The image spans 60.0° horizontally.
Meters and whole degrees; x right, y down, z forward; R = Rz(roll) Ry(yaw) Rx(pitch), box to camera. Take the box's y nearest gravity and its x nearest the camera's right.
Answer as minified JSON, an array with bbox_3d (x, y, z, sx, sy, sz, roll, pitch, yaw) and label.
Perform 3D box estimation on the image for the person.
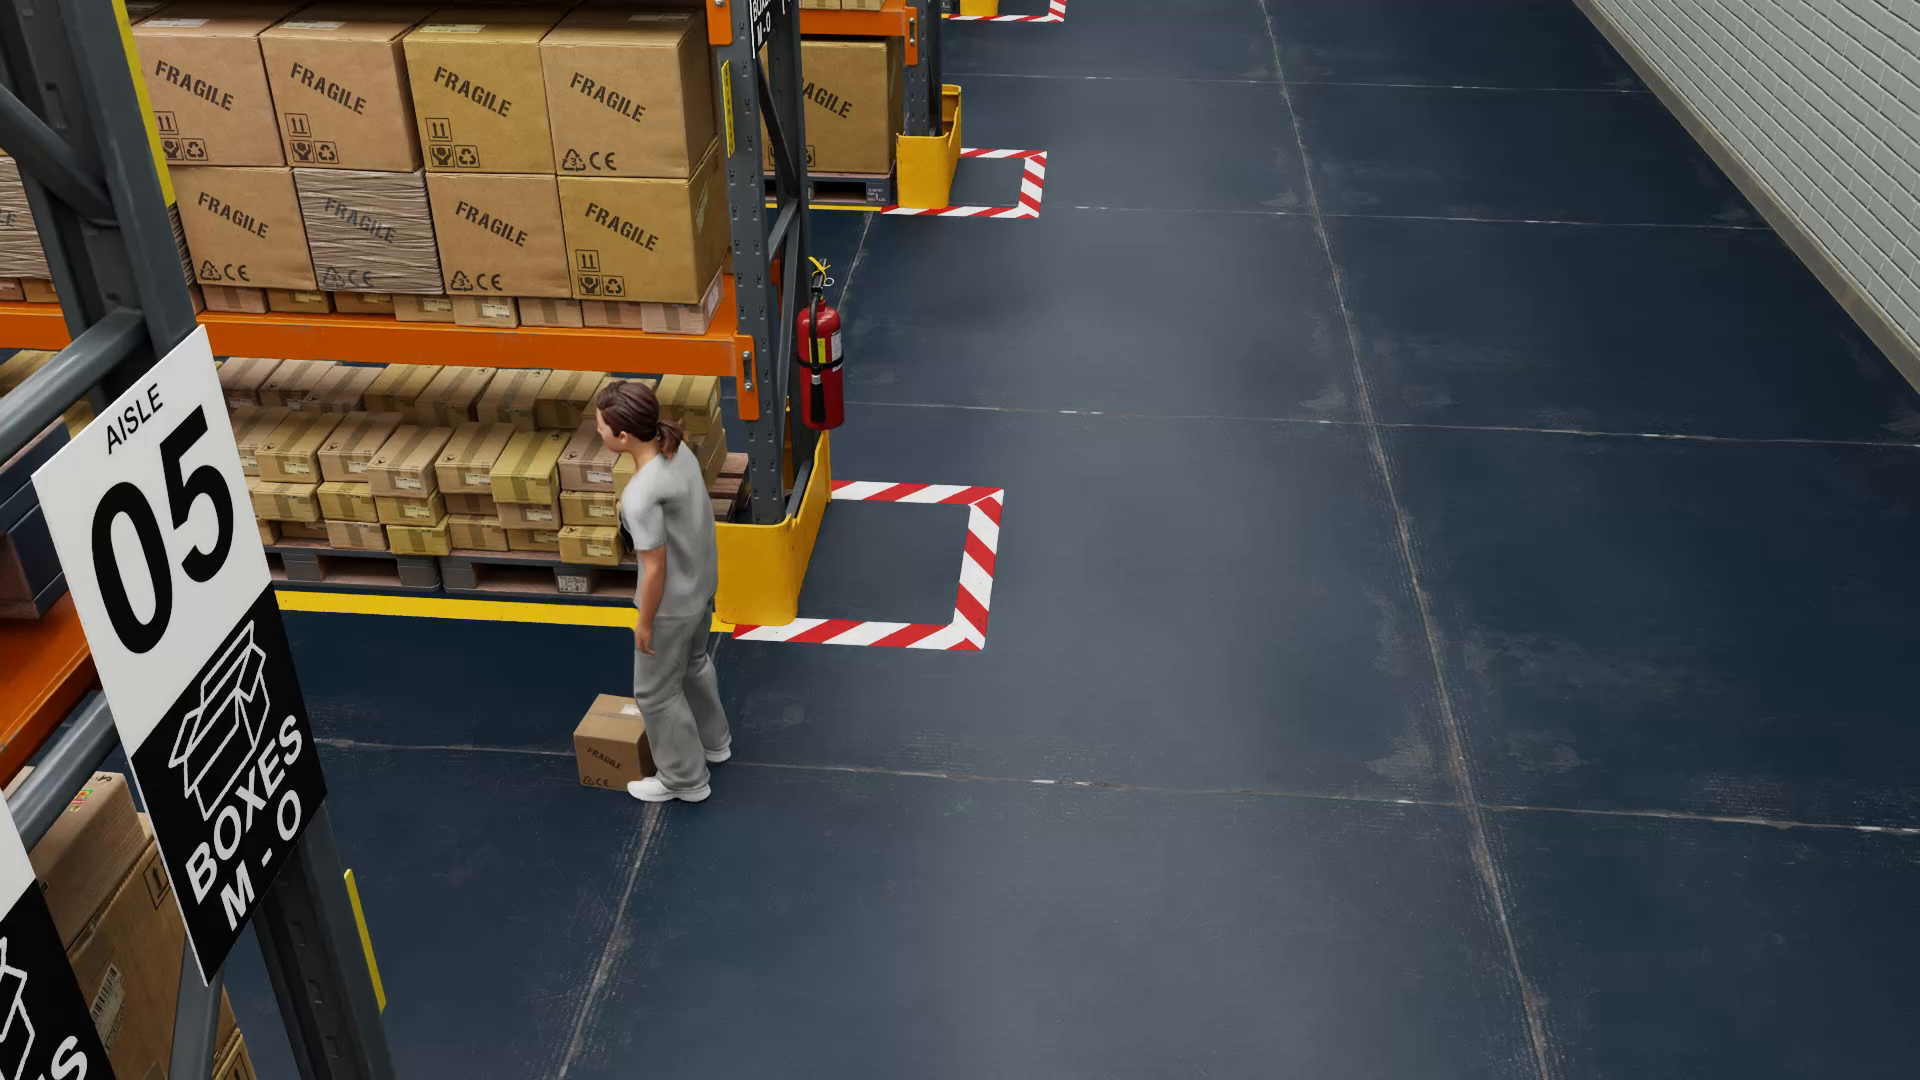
[{"bbox_3d":[-1.033,0.189,5.838,0.371,1.671,0.502,6,33,9],"label":"person"}]
